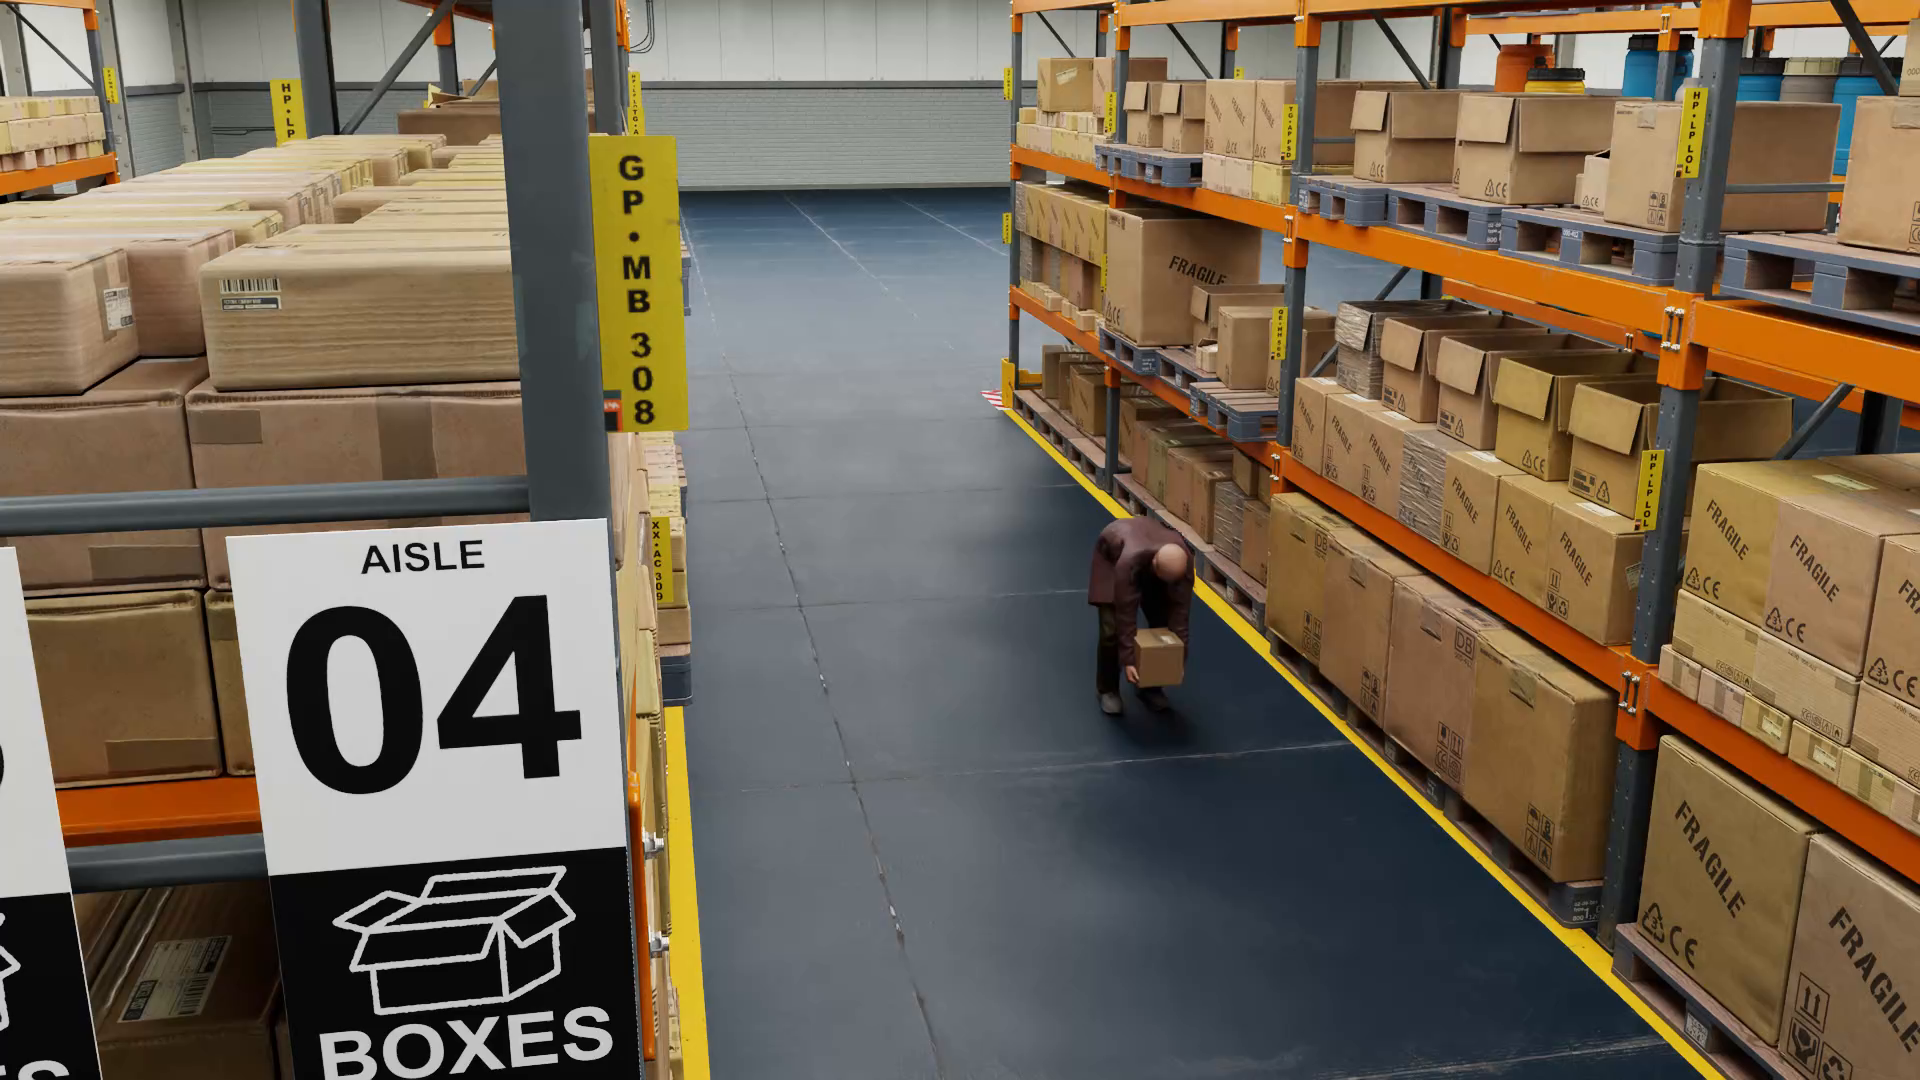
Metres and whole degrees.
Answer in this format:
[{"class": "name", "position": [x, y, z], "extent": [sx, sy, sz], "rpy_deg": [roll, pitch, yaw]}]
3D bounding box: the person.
[{"class": "person", "position": [1.060, 0.483, 9.517], "extent": [0.565, 1.153, 0.945], "rpy_deg": [-4, 16, -12]}]
